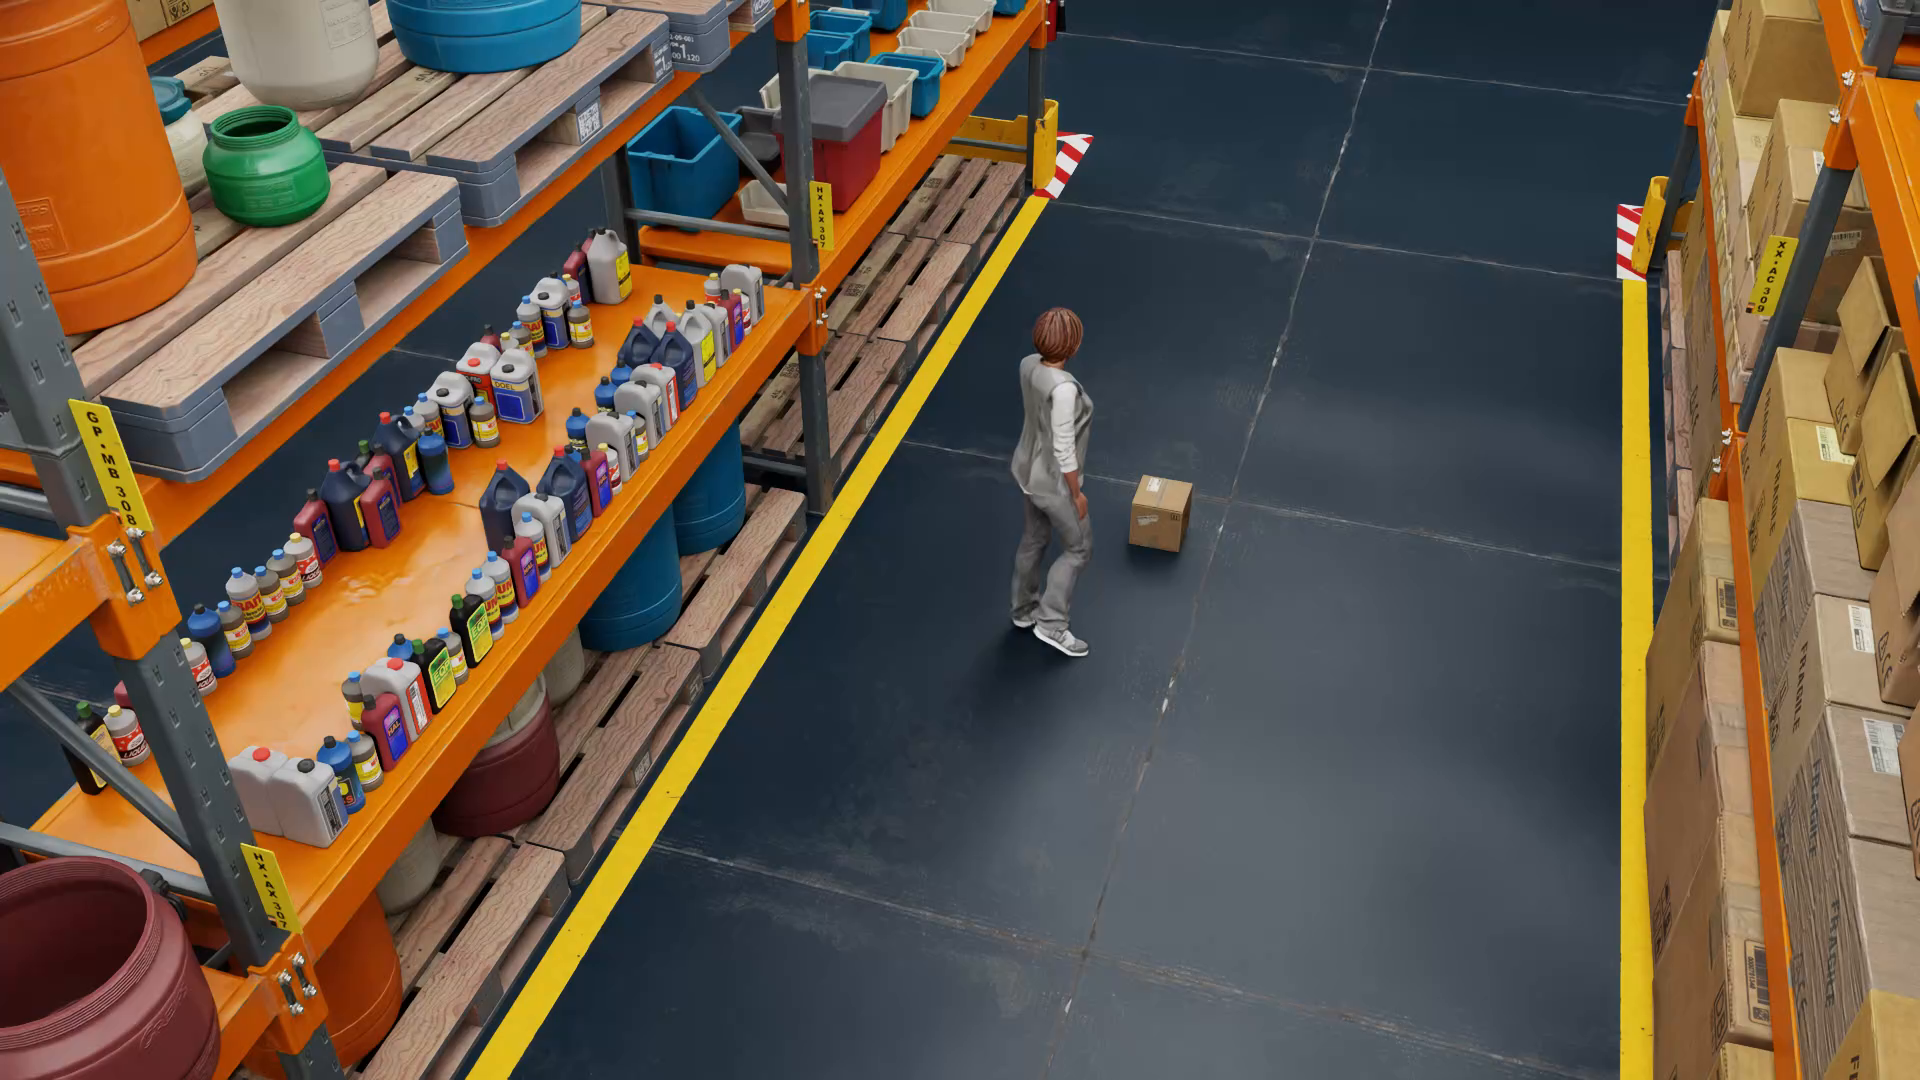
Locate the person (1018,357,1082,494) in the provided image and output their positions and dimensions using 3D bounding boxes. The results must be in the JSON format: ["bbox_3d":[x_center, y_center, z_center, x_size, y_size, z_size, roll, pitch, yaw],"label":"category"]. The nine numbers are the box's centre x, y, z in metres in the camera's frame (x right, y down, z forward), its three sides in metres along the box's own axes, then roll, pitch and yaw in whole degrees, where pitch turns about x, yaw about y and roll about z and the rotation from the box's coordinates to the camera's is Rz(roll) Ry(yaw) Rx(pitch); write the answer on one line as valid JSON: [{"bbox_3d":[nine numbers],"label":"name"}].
[{"bbox_3d":[0.389,-0.492,7.034,0.301,0.552,0.443,-13,39,-16],"label":"person"}]
